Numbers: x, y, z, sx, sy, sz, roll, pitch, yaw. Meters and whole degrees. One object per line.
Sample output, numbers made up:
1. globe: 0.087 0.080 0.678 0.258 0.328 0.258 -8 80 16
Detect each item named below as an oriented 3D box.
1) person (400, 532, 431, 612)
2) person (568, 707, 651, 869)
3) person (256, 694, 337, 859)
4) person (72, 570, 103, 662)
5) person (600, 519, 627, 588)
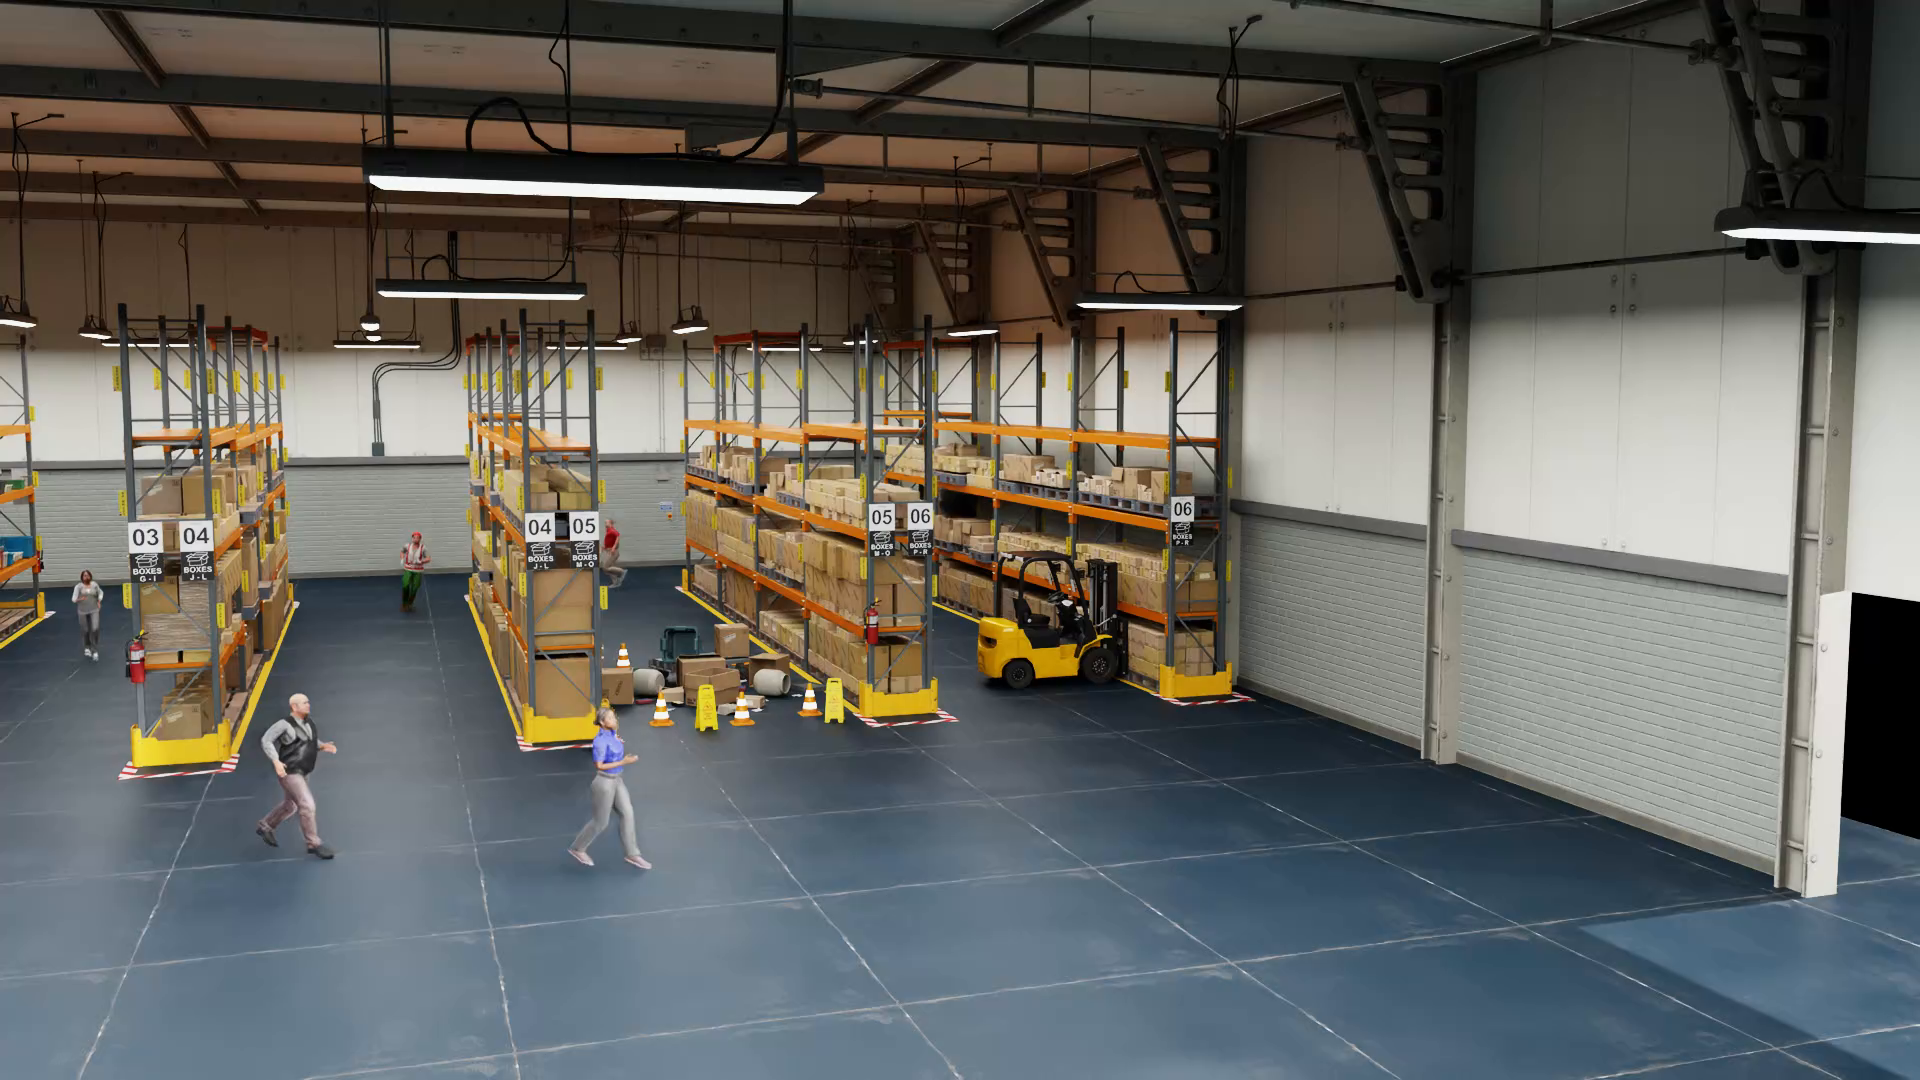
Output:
1. person: -11.885 0.686 36.266 0.673 1.761 0.665 -1 6 -14
2. person: -3.601 2.542 17.026 0.850 1.679 0.570 1 6 11
3. person: -7.065 2.478 17.595 0.953 1.733 0.617 1 5 8
4. person: -15.729 1.394 30.017 0.517 1.537 0.703 -3 6 -31
5. person: -8.495 0.328 40.577 0.652 1.695 0.686 -1 6 -14
